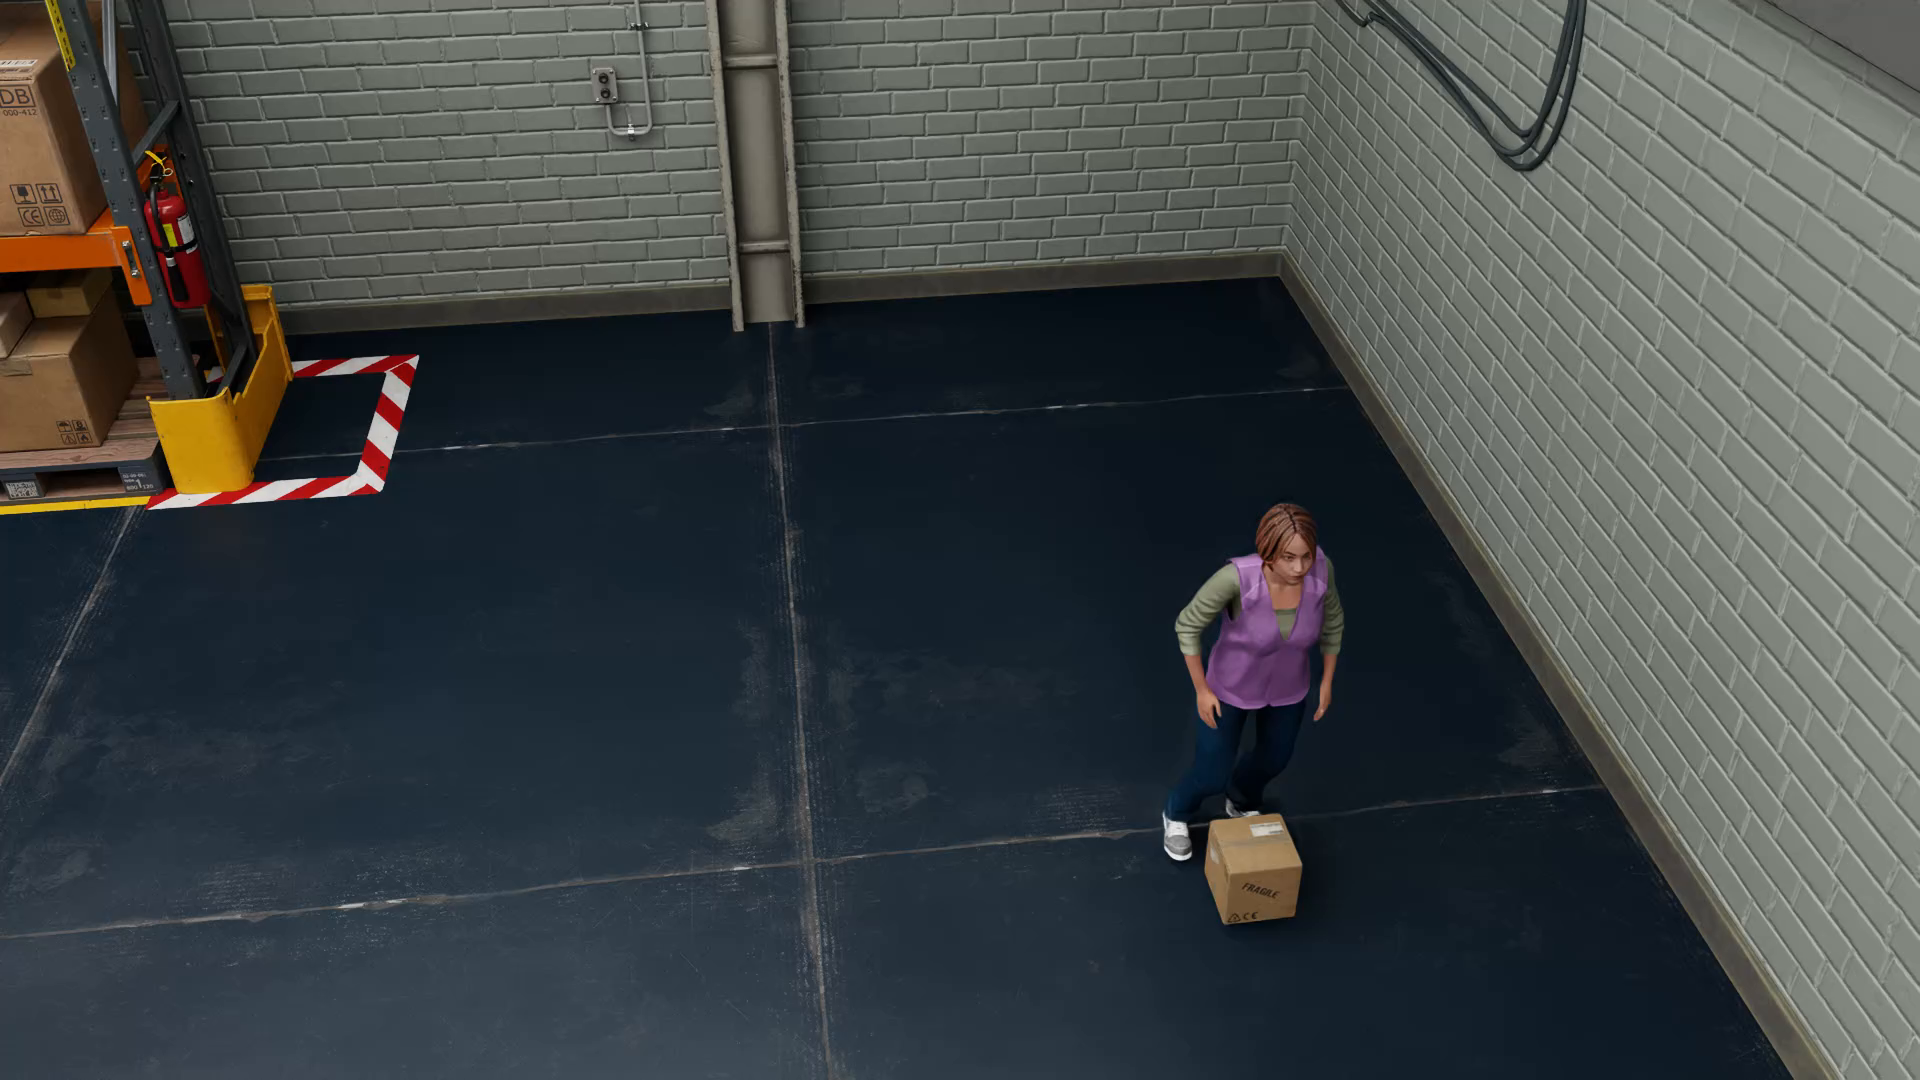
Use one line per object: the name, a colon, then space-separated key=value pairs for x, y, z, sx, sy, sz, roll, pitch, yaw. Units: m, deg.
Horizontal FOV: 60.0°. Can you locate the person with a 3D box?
person: x=0.966 y=0.472 z=5.515 sx=0.560 sy=1.555 sz=0.480 roll=-6 pitch=36 yaw=-8
